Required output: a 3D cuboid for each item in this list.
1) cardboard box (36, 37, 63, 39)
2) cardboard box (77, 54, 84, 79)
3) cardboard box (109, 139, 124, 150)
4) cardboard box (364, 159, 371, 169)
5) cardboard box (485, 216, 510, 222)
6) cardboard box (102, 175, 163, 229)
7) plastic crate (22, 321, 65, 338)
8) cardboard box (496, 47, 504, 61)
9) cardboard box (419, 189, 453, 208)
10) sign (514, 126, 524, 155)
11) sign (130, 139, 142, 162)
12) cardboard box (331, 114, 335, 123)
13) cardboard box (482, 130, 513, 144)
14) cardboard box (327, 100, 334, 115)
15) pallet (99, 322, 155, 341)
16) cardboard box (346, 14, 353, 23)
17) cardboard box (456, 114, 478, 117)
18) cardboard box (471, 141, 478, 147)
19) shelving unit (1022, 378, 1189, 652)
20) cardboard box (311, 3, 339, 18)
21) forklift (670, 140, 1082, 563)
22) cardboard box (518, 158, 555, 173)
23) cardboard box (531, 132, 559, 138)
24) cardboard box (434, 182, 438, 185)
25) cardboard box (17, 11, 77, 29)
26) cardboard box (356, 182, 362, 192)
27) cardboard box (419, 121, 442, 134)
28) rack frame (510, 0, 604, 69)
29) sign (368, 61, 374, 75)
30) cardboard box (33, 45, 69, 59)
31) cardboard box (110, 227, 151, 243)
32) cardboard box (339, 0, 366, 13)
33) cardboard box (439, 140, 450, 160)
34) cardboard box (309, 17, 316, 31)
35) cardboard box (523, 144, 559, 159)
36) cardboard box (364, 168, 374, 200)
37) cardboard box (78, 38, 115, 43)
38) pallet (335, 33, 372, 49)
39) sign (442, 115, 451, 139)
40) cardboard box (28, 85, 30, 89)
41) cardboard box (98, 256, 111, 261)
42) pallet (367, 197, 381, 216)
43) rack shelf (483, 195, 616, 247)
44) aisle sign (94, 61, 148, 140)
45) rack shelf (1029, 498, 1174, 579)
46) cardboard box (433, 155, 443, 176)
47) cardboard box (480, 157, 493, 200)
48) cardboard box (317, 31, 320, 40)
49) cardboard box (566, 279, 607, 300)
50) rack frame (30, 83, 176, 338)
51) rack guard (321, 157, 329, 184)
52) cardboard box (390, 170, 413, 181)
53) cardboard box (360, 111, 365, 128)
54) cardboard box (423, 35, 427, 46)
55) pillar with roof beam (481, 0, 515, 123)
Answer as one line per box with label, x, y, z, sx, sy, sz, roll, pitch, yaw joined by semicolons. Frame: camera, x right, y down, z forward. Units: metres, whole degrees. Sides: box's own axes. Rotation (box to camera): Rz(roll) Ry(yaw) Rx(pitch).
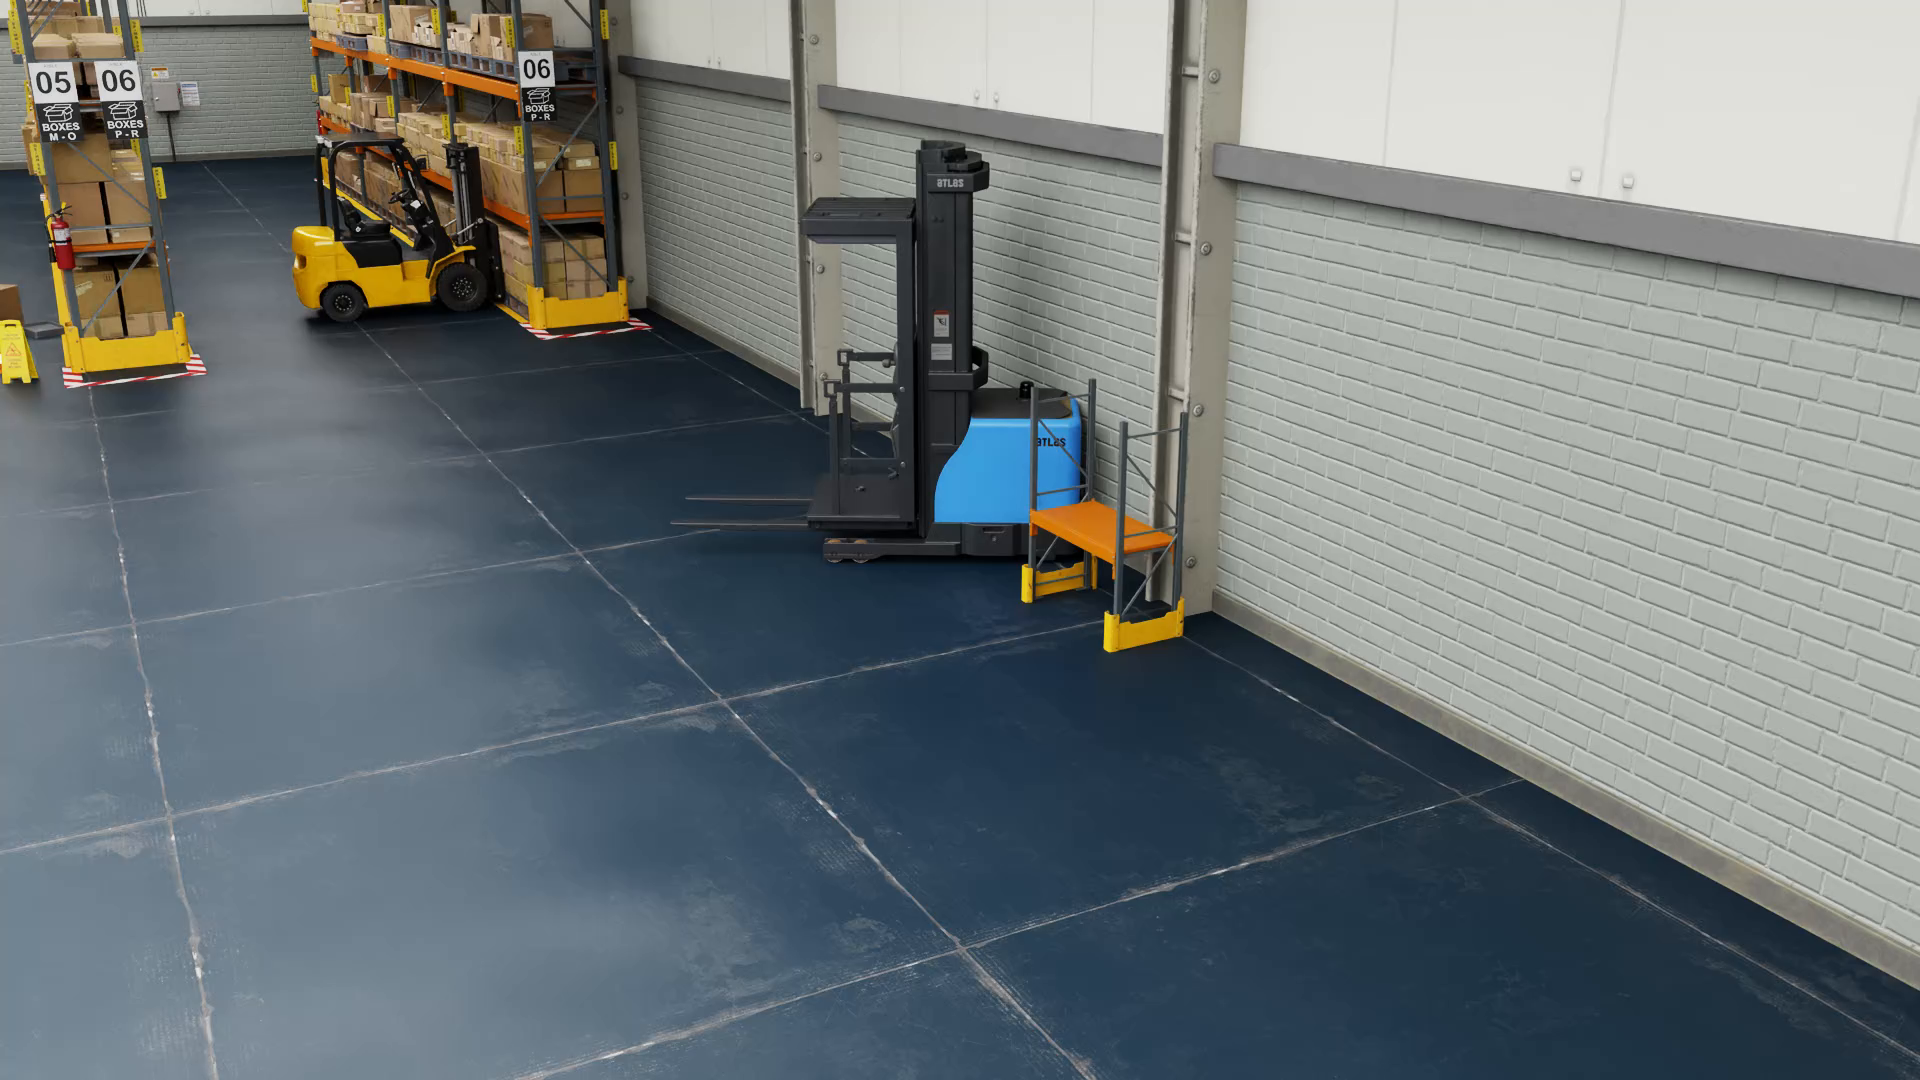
cardboard box;-10.396;-5.632;18.920;0.380;0.149;0.250;-10;22;-27
cardboard box;-9.527;-5.278;18.504;0.500;0.250;0.500;-9;21;-25
cardboard box;-10.895;-5.028;21.351;0.500;0.500;0.500;-9;21;-25
cardboard box;-10.421;-6.708;29.668;0.380;0.149;0.250;-9;21;-24
cardboard box;-6.124;-4.127;22.032;0.500;0.250;0.500;-9;21;-25
cardboard box;-9.006;-3.681;18.091;0.500;0.500;0.500;-10;22;-27
plastic crate;-10.901;-2.505;19.767;0.583;0.080;0.402;16;25;39
cardboard box;-5.319;-5.820;19.889;0.380;0.149;0.250;-11;22;-28
cardboard box;-7.856;-5.089;25.778;0.875;0.625;0.625;-9;21;-25
sign;-5.143;-4.663;19.409;0.100;0.325;0.005;-10;21;-27
sign;-10.451;-4.958;21.074;0.100;0.325;0.005;-10;21;-27
cardboard box;-11.774;-8.044;31.730;0.380;0.149;0.250;-11;22;-28
cardboard box;-5.986;-5.232;21.592;0.380;0.149;0.250;-10;21;-27
cardboard box;-11.795;-8.285;31.818;0.500;0.250;0.500;-10;22;-28
pallet;-9.416;-2.257;18.848;1.003;0.211;1.213;-10;21;-27
cardboard box;-10.183;-8.846;28.203;0.380;0.149;0.250;-10;22;-28
cardboard box;-7.655;-6.471;25.639;0.380;0.149;0.250;-10;22;-28
cardboard box;-6.190;-5.152;21.815;0.380;0.149;0.250;-10;22;-27
shelving unit;0.939;-0.194;10.893;0.587;1.500;1.083;-11;22;-28
cardboard box;-12.042;-10.086;31.671;0.500;0.250;0.500;-10;21;-27
forklift;-0.623;-1.391;12.170;3.031;2.935;1.130;1;19;1
cardboard box;-5.070;-4.494;19.909;0.380;0.149;0.250;-10;21;-26
cardboard box;-5.339;-5.157;21.373;0.380;0.149;0.250;-10;21;-26
cardboard box;-8.431;-5.902;27.332;0.380;0.149;0.250;-9;21;-24
cardboard box;-13.136;-7.361;23.964;0.797;0.503;0.637;-11;22;-30
cardboard box;-10.880;-6.494;30.580;0.380;0.149;0.250;-11;22;-28
cardboard box;-7.742;-6.076;24.495;0.380;0.149;0.250;-11;22;-28
rack frame;-4.658;-6.920;18.890;1.000;3.000;0.127;-10;21;-27
sign;-11.758;-9.454;33.172;0.100;0.325;0.005;-10;21;-27
cardboard box;-9.446;-5.042;17.208;0.380;0.149;0.250;-10;21;-26
cardboard box;-9.004;-3.325;18.054;0.380;0.149;0.250;-10;21;-26
cardboard box;-10.521;-9.270;28.796;0.396;0.266;0.258;-10;22;-27
cardboard box;-7.016;-5.499;23.433;0.500;0.250;0.500;-10;22;-28
cardboard box;-12.286;-9.995;32.175;0.500;0.250;0.500;-10;22;-27
cardboard box;-5.014;-4.649;19.902;0.380;0.149;0.250;-10;21;-27
cardboard box;-10.325;-6.372;29.688;0.500;0.500;0.500;-9;21;-24
cardboard box;-9.709;-5.566;18.727;0.380;0.149;0.250;-9;21;-26
pallet;-10.109;-8.660;28.819;1.213;0.211;1.003;-10;21;-27
sign;-7.031;-5.656;22.769;0.100;0.325;0.005;-10;21;-27
cardboard box;-10.457;-5.251;19.036;0.380;0.149;0.250;-10;22;-28
cardboard box;-10.119;-3.052;19.300;0.500;0.500;0.500;-11;22;-28
pallet;-9.937;-5.983;29.647;1.003;0.211;1.213;-10;21;-27
rack shelf;-5.608;-4.318;21.650;1.077;0.370;4.000;-10;21;-27
aisle sign;-8.723;-4.573;17.301;0.394;0.787;0.004;-10;21;-27
rack shelf;0.943;-0.021;10.944;0.538;0.185;1.000;-11;22;-28
cardboard box;-7.271;-5.409;23.939;0.500;0.250;0.500;-10;21;-27
cardboard box;-5.853;-4.672;21.419;0.500;0.500;0.500;-10;21;-26
cardboard box;-12.027;-9.614;31.681;0.380;0.149;0.250;-9;21;-25
cardboard box;-4.720;-3.154;20.745;0.500;0.250;0.500;-10;21;-26
rack frame;-9.025;-3.314;17.638;1.000;3.000;0.127;-10;21;-27
rack guard;-12.220;-7.474;33.524;1.175;0.500;0.348;-10;21;-27
cardboard box;-9.362;-6.117;27.954;0.380;0.149;0.250;-10;22;-27
cardboard box;-10.035;-7.206;28.477;0.396;0.266;0.258;-9;21;-24
cardboard box;-7.347;-7.046;23.442;0.380;0.149;0.250;-10;21;-27
pillar with roof beam;-10.834;-8.315;22.933;9.100;9.000;0.400;-10;21;-27
